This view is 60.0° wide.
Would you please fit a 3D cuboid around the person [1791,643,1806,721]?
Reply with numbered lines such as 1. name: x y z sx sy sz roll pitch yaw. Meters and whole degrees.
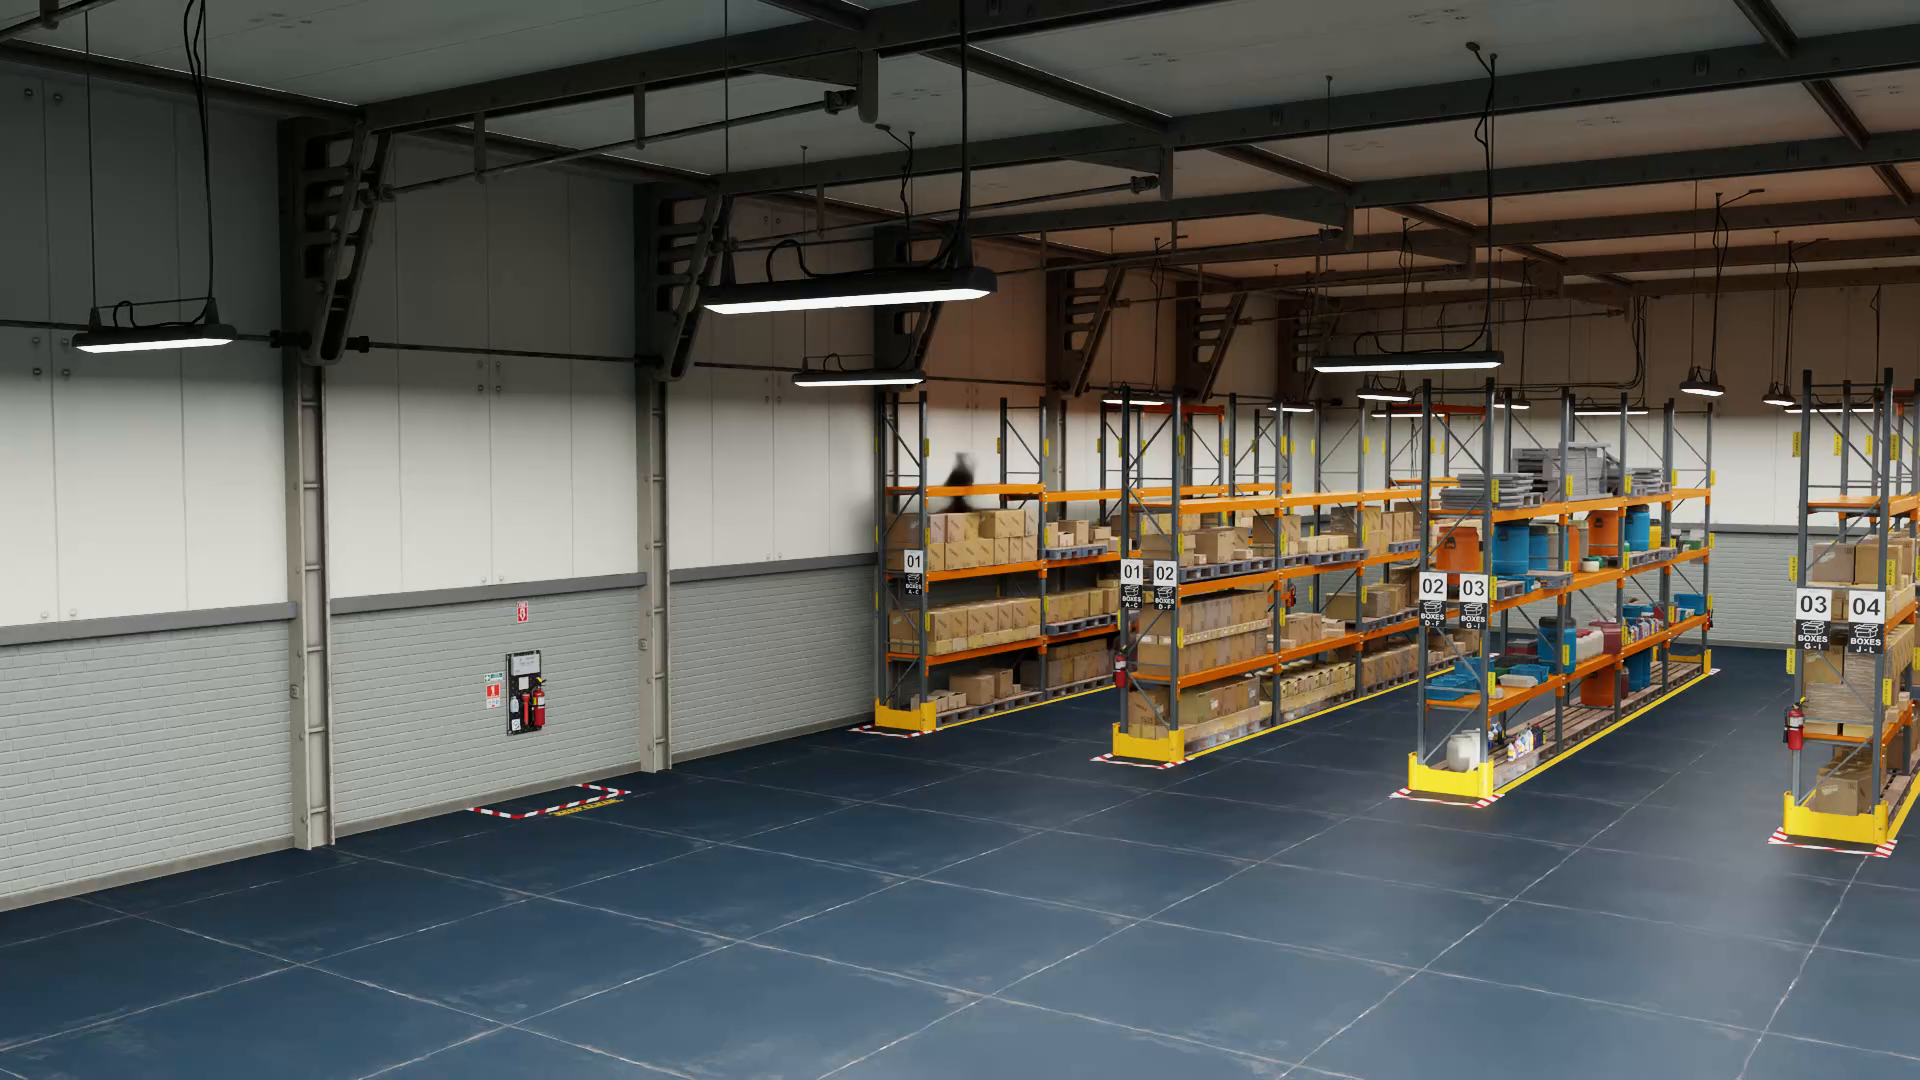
1. person: 15.696 2.472 30.798 0.593 1.699 0.896 3 4 41

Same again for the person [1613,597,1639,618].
1. person: 15.684 2.067 39.633 0.546 1.481 1.076 -2 4 -31

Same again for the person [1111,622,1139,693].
1. person: 3.175 2.399 31.467 0.699 1.724 0.668 2 4 27
